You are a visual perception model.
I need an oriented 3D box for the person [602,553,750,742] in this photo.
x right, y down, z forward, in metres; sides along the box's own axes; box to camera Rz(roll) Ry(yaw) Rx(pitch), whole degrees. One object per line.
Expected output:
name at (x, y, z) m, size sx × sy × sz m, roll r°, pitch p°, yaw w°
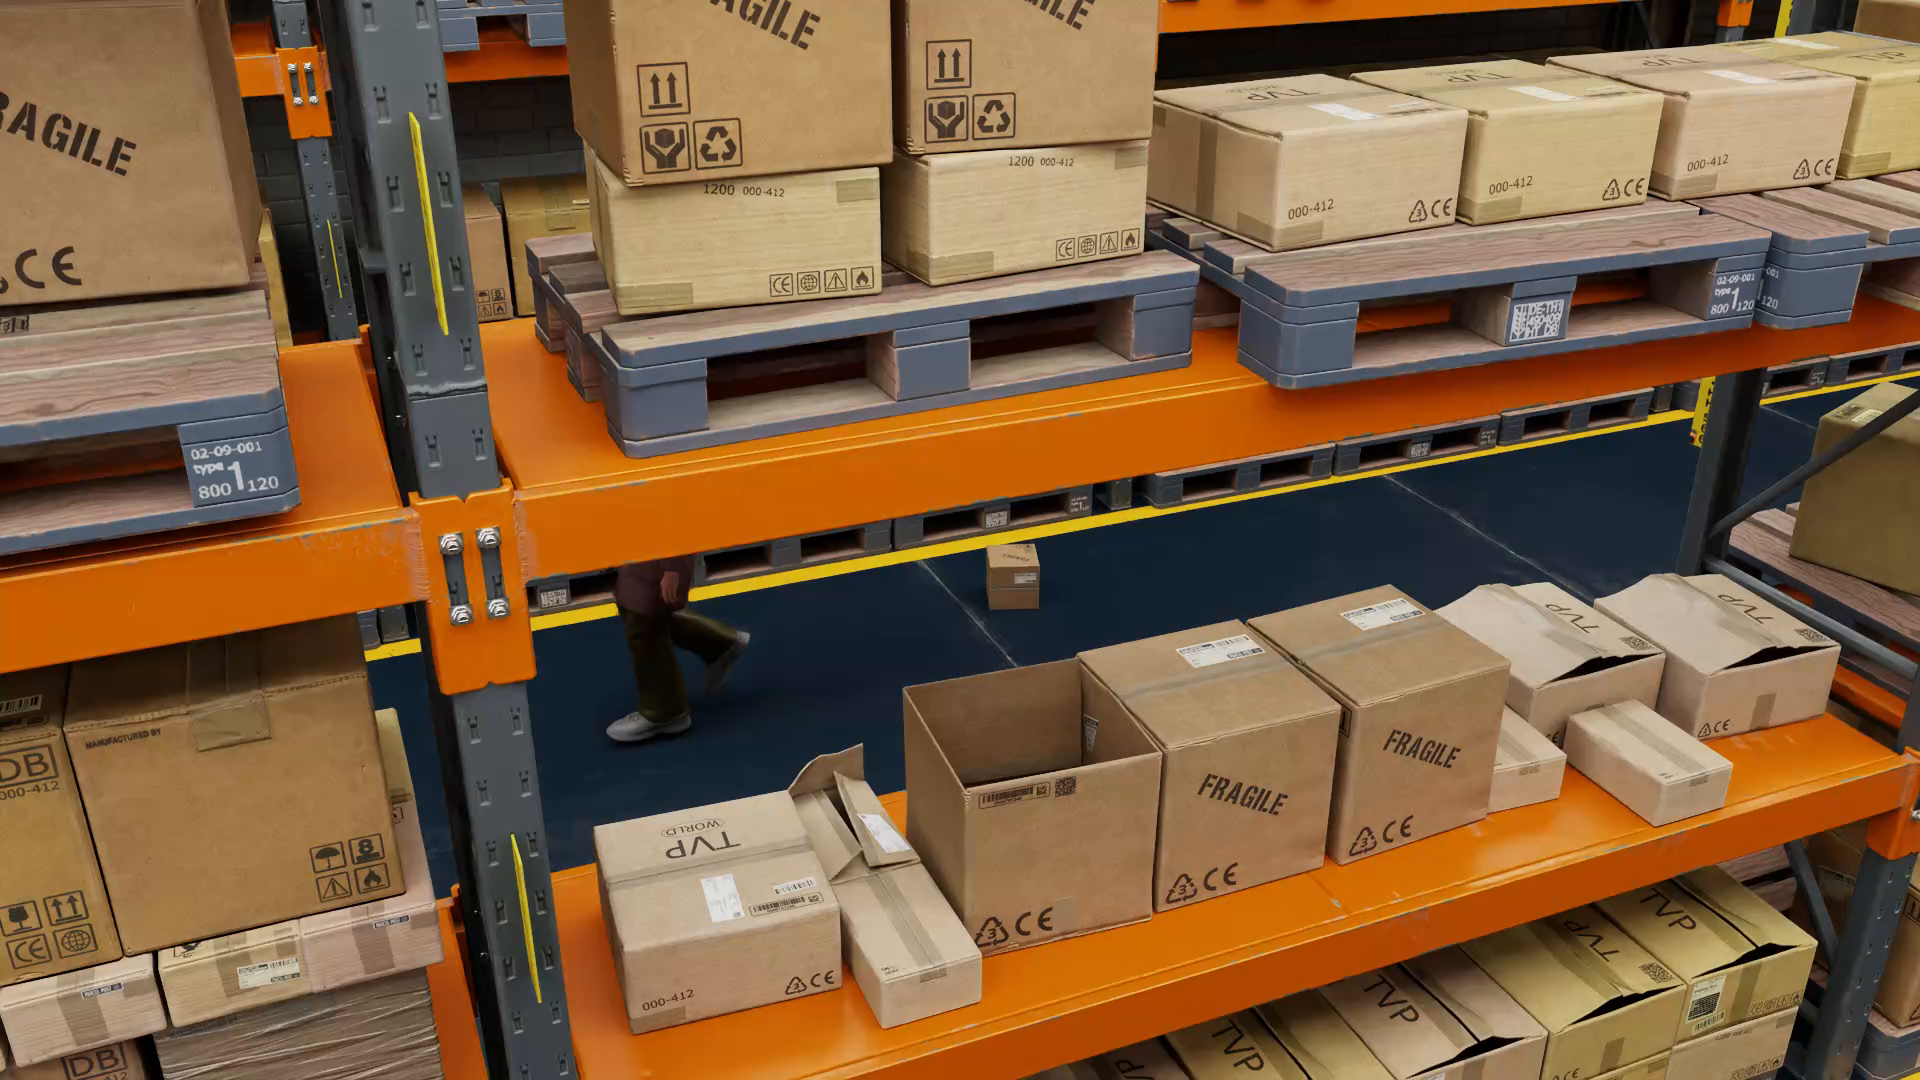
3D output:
person at (-1.239, 0.012, 7.055) m, size 0.686 × 1.761 × 0.576 m, roll -8°, pitch 27°, yaw -16°
